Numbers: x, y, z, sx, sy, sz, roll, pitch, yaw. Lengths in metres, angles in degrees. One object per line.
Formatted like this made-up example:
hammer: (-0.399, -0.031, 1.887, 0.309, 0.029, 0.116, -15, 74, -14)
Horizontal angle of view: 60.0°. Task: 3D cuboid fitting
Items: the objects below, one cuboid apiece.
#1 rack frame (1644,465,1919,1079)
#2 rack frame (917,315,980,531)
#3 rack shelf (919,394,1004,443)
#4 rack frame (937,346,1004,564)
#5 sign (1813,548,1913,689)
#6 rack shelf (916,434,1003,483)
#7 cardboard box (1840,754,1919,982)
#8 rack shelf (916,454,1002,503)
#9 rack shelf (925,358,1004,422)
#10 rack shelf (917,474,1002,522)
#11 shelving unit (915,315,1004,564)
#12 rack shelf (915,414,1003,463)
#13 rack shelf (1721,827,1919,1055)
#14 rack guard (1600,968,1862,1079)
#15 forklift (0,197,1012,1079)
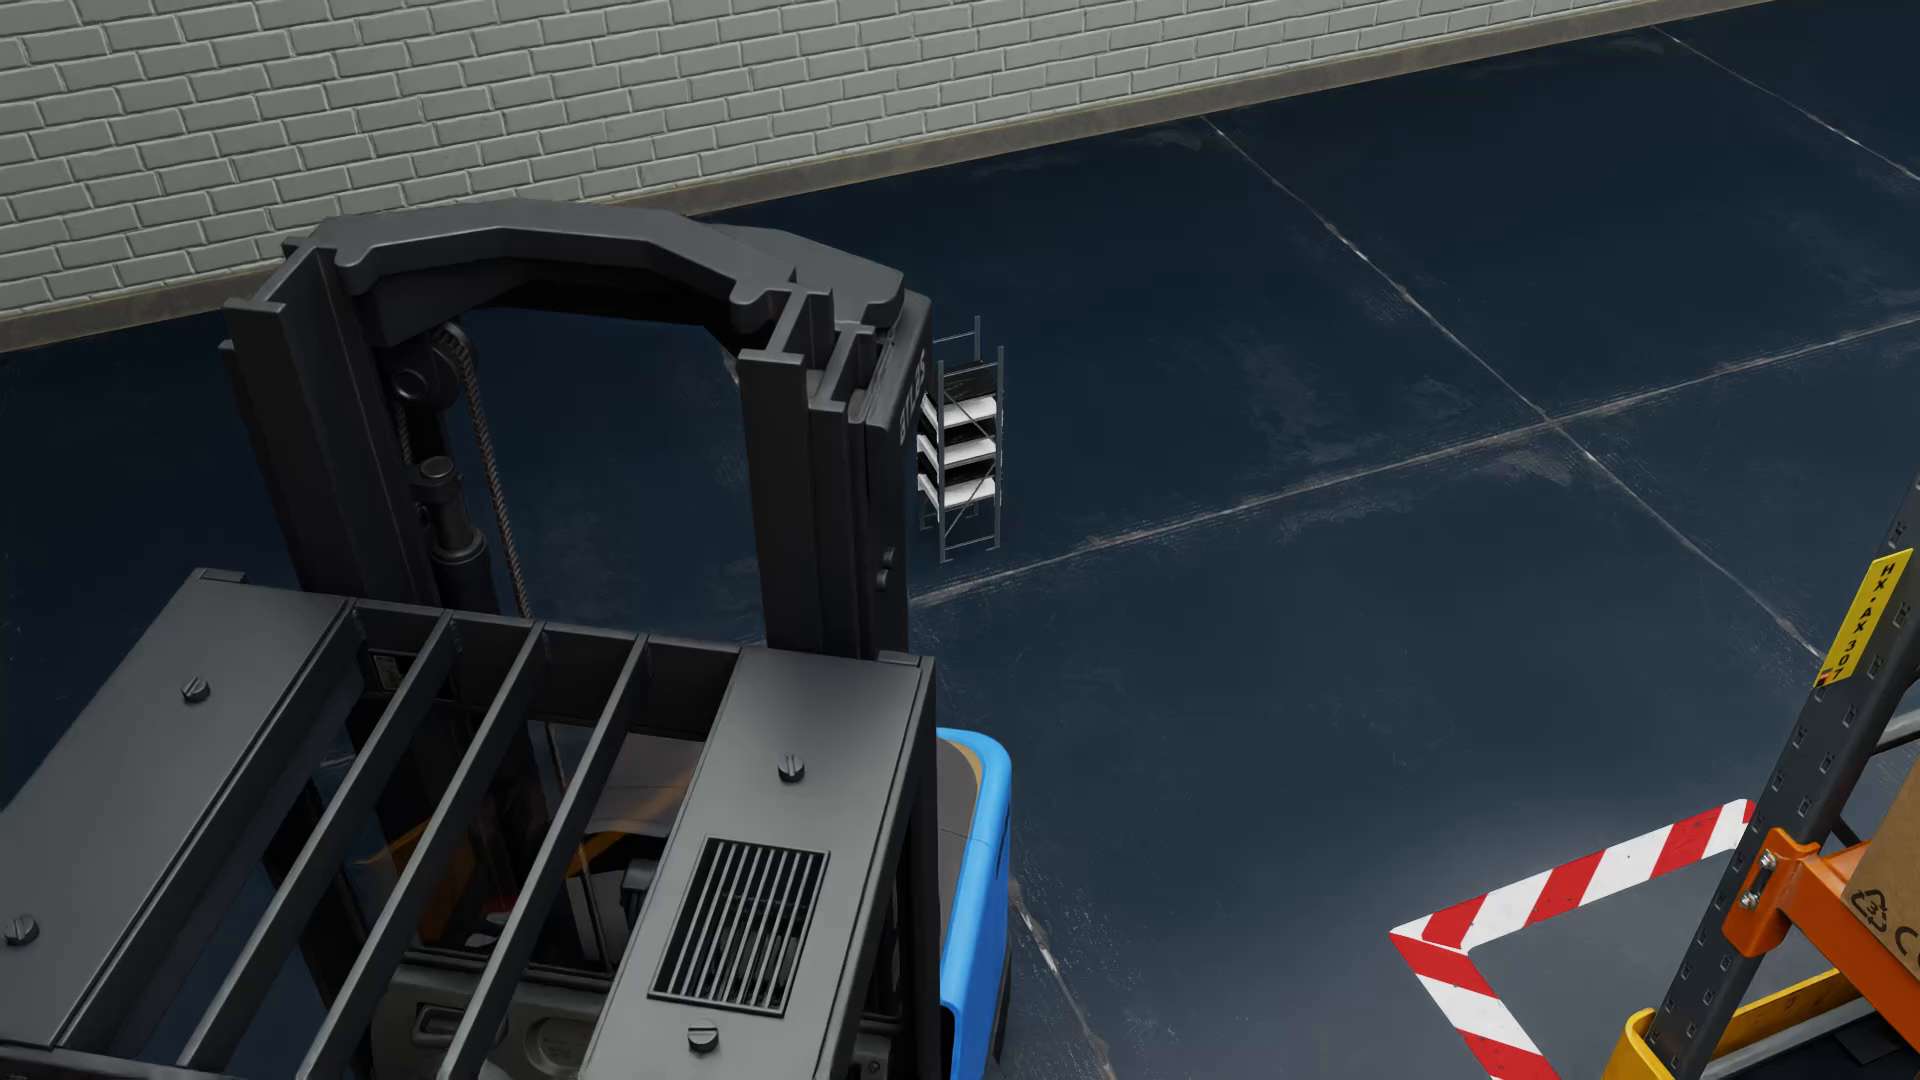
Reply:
rack frame: (2.190, 0.343, 3.551, 1.000, 3.000, 0.127, -15, 43, -17)
rack frame: (-0.042, -0.407, 6.034, 0.240, 0.900, 0.006, -15, 43, -17)
rack shelf: (-0.003, -0.457, 5.867, 0.258, 0.077, 0.200, -15, 43, -17)
rack frame: (0.036, -0.285, 5.891, 0.240, 0.900, 0.006, -15, 43, -17)
sign: (1.689, 0.150, 3.111, 0.100, 0.325, 0.005, -15, 43, -17)
rack shelf: (-0.003, -0.321, 5.984, 0.258, 0.077, 0.200, -15, 43, -17)
cardboard box: (2.117, 0.638, 3.131, 0.500, 0.500, 0.500, -14, 43, -16)
rack shelf: (-0.003, -0.253, 6.043, 0.258, 0.077, 0.200, -15, 43, -17)
rack shelf: (-0.003, -0.526, 5.808, 0.258, 0.077, 0.200, -15, 43, -17)
rack shelf: (-0.003, -0.184, 6.101, 0.258, 0.077, 0.200, -15, 43, -17)
shelving unit: (-0.003, -0.346, 5.962, 0.258, 0.900, 0.210, -15, 43, -17)
rack shelf: (-0.003, -0.389, 5.925, 0.258, 0.077, 0.200, -15, 43, -17)
rack shelf: (2.956, 1.820, 2.384, 1.077, 0.370, 4.000, -15, 43, -17)
rack guard: (2.220, 1.336, 4.313, 1.175, 0.500, 0.348, -15, 43, -17)
forklift: (-0.618, 1.072, 2.755, 1.130, 2.935, 3.031, 6, 41, 7)
